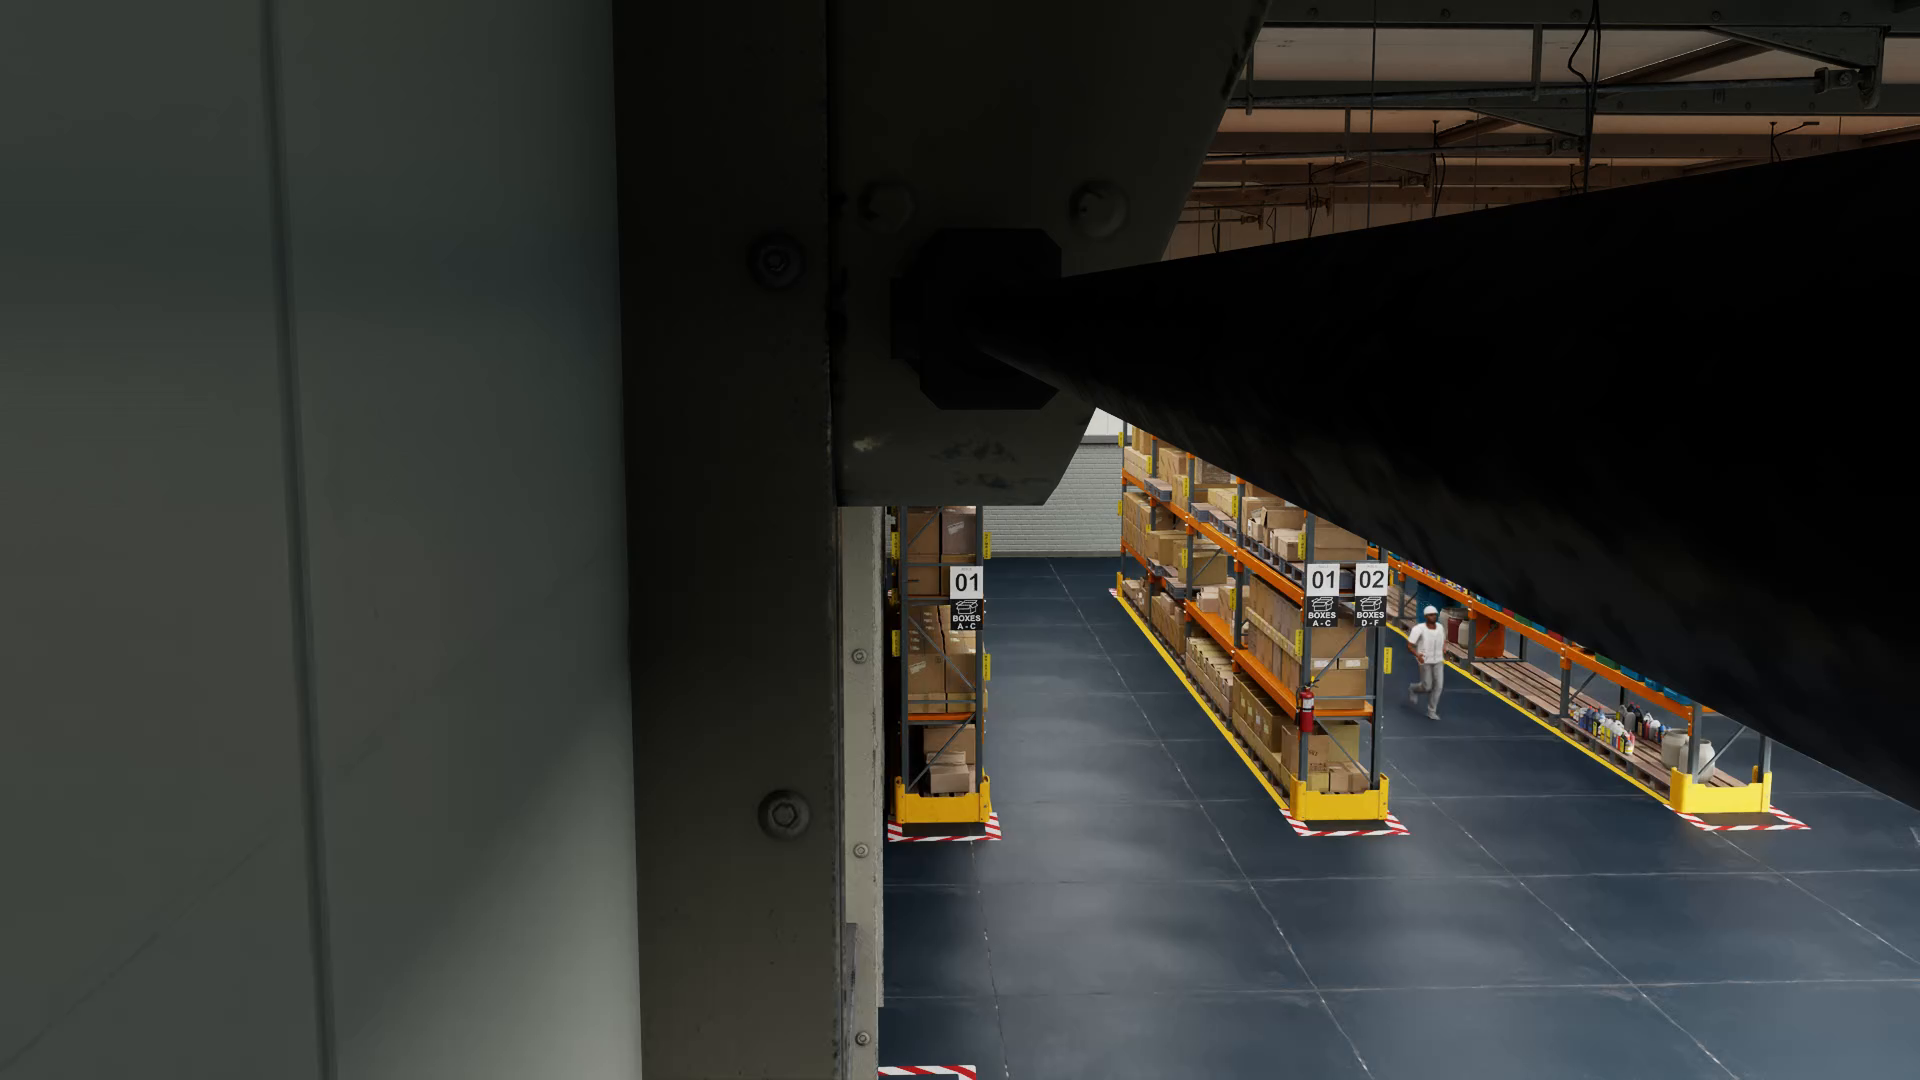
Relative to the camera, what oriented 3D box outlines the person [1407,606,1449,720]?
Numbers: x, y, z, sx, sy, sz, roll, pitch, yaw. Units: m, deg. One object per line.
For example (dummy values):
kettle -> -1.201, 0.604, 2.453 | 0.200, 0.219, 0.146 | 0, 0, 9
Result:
person -> 7.253, 1.874, 25.730 | 0.699, 1.738, 0.758 | -2, 8, -14
